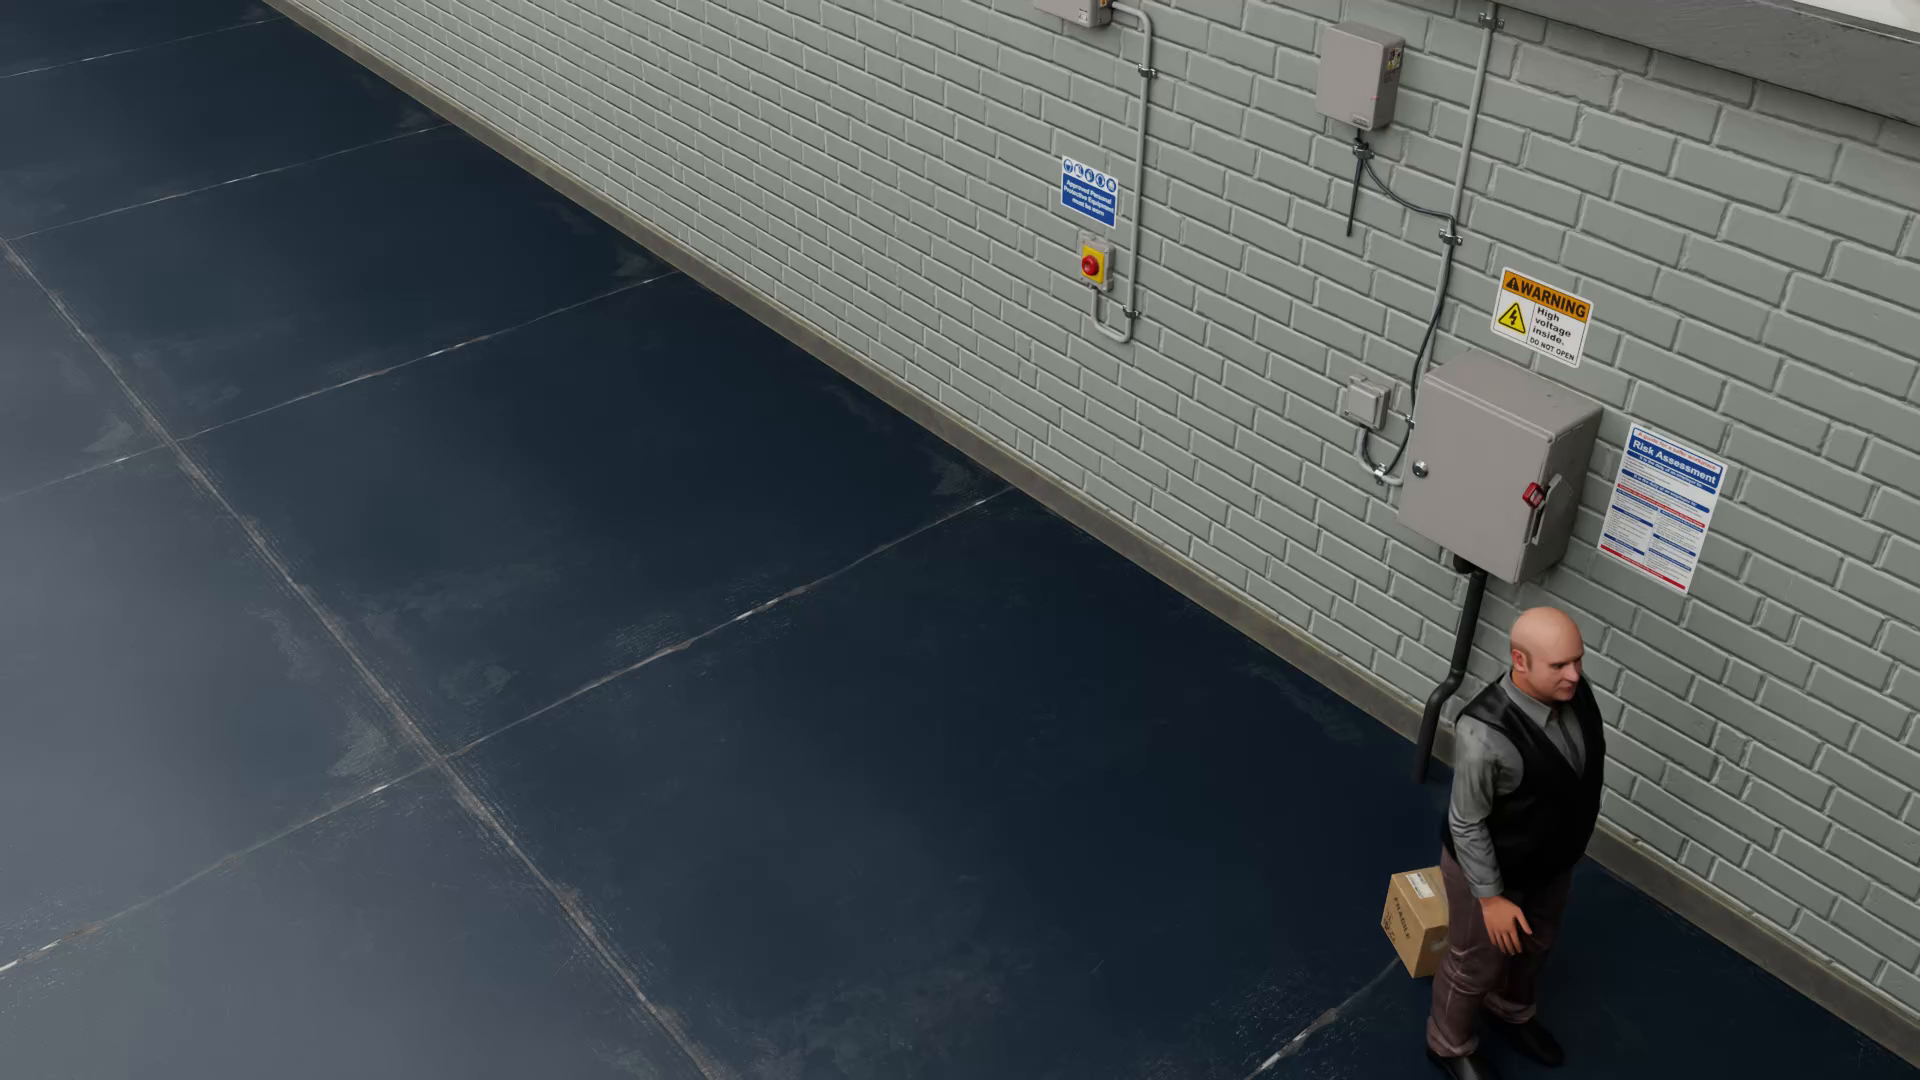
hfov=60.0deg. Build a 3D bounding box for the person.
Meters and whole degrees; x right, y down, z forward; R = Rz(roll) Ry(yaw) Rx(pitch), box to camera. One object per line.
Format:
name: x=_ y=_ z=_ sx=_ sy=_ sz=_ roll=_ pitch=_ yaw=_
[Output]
person: x=1.621 y=0.947 z=4.832 sx=0.569 sy=1.760 sz=0.437 roll=-24 pitch=42 yaw=-30
